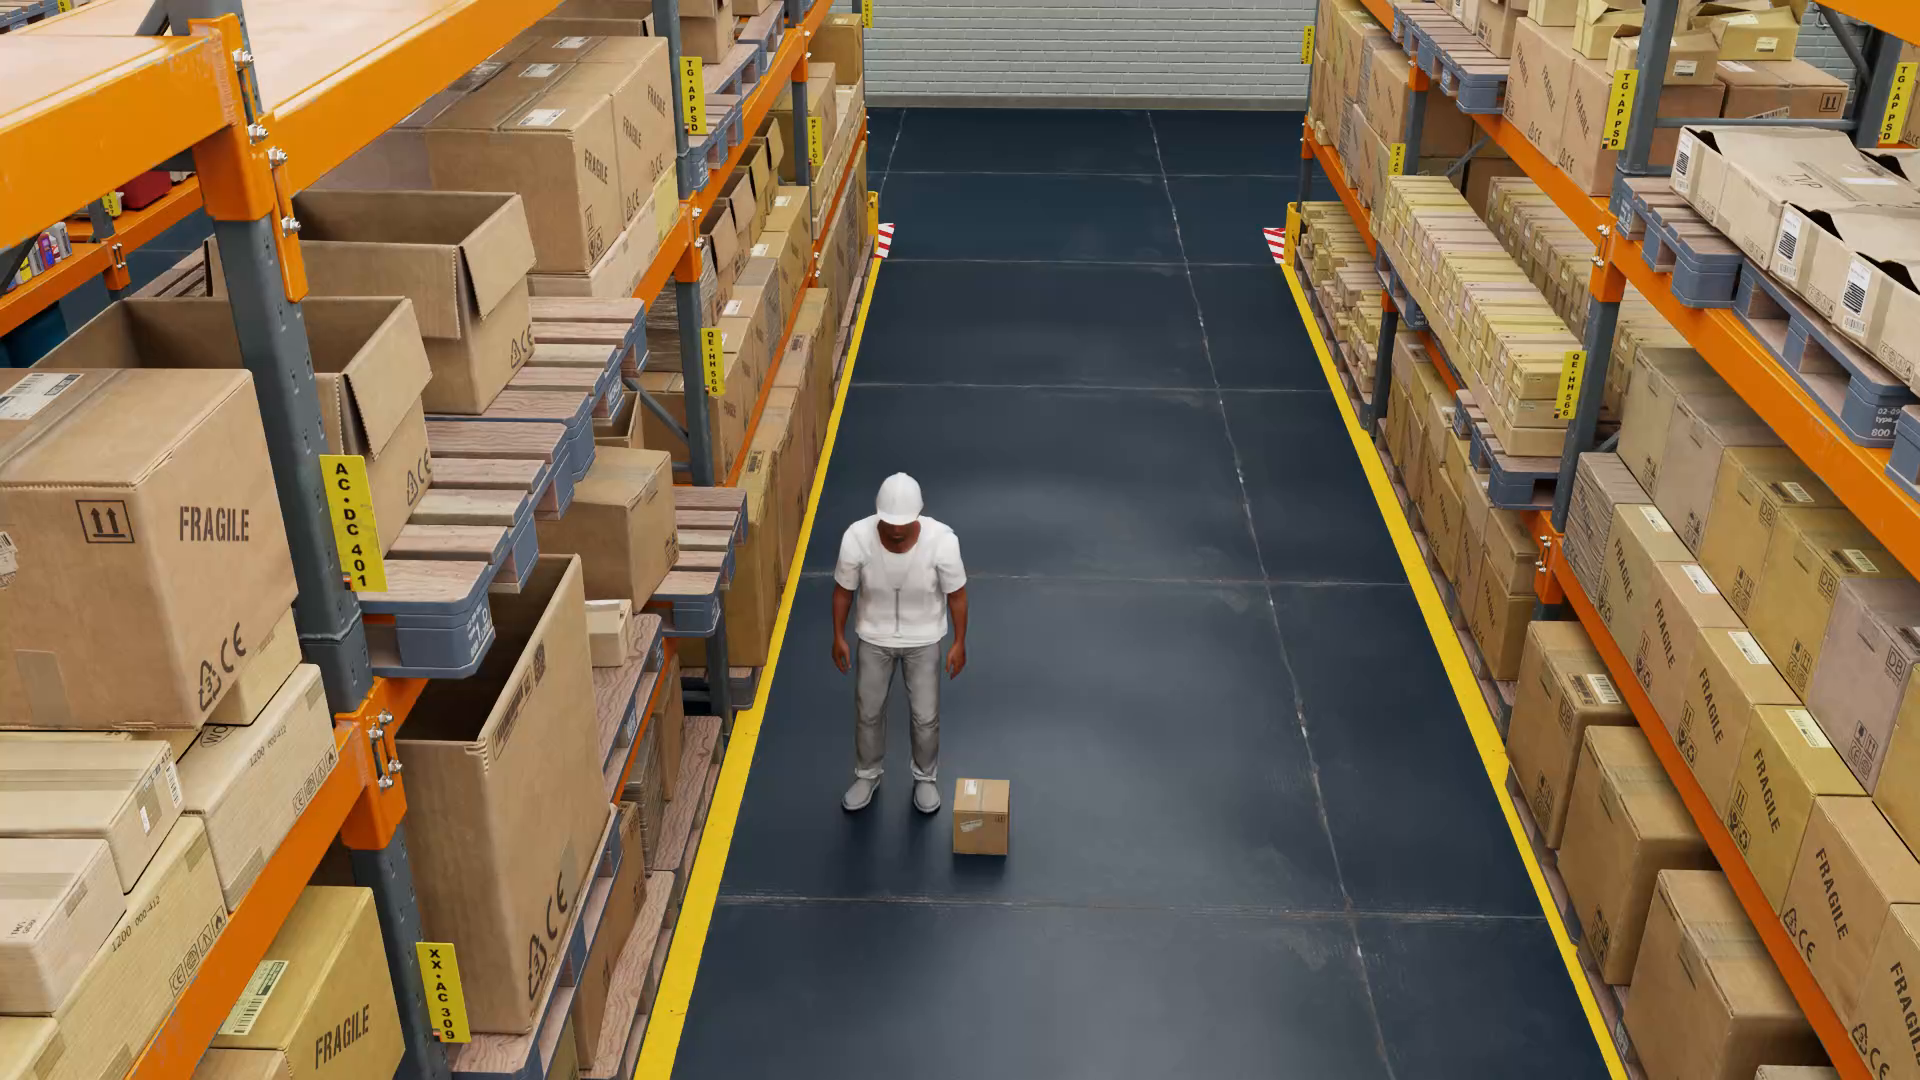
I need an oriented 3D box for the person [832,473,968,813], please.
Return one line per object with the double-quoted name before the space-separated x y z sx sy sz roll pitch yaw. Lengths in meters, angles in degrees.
"person" -0.282 0.470 7.710 0.631 1.760 0.463 2 28 4
